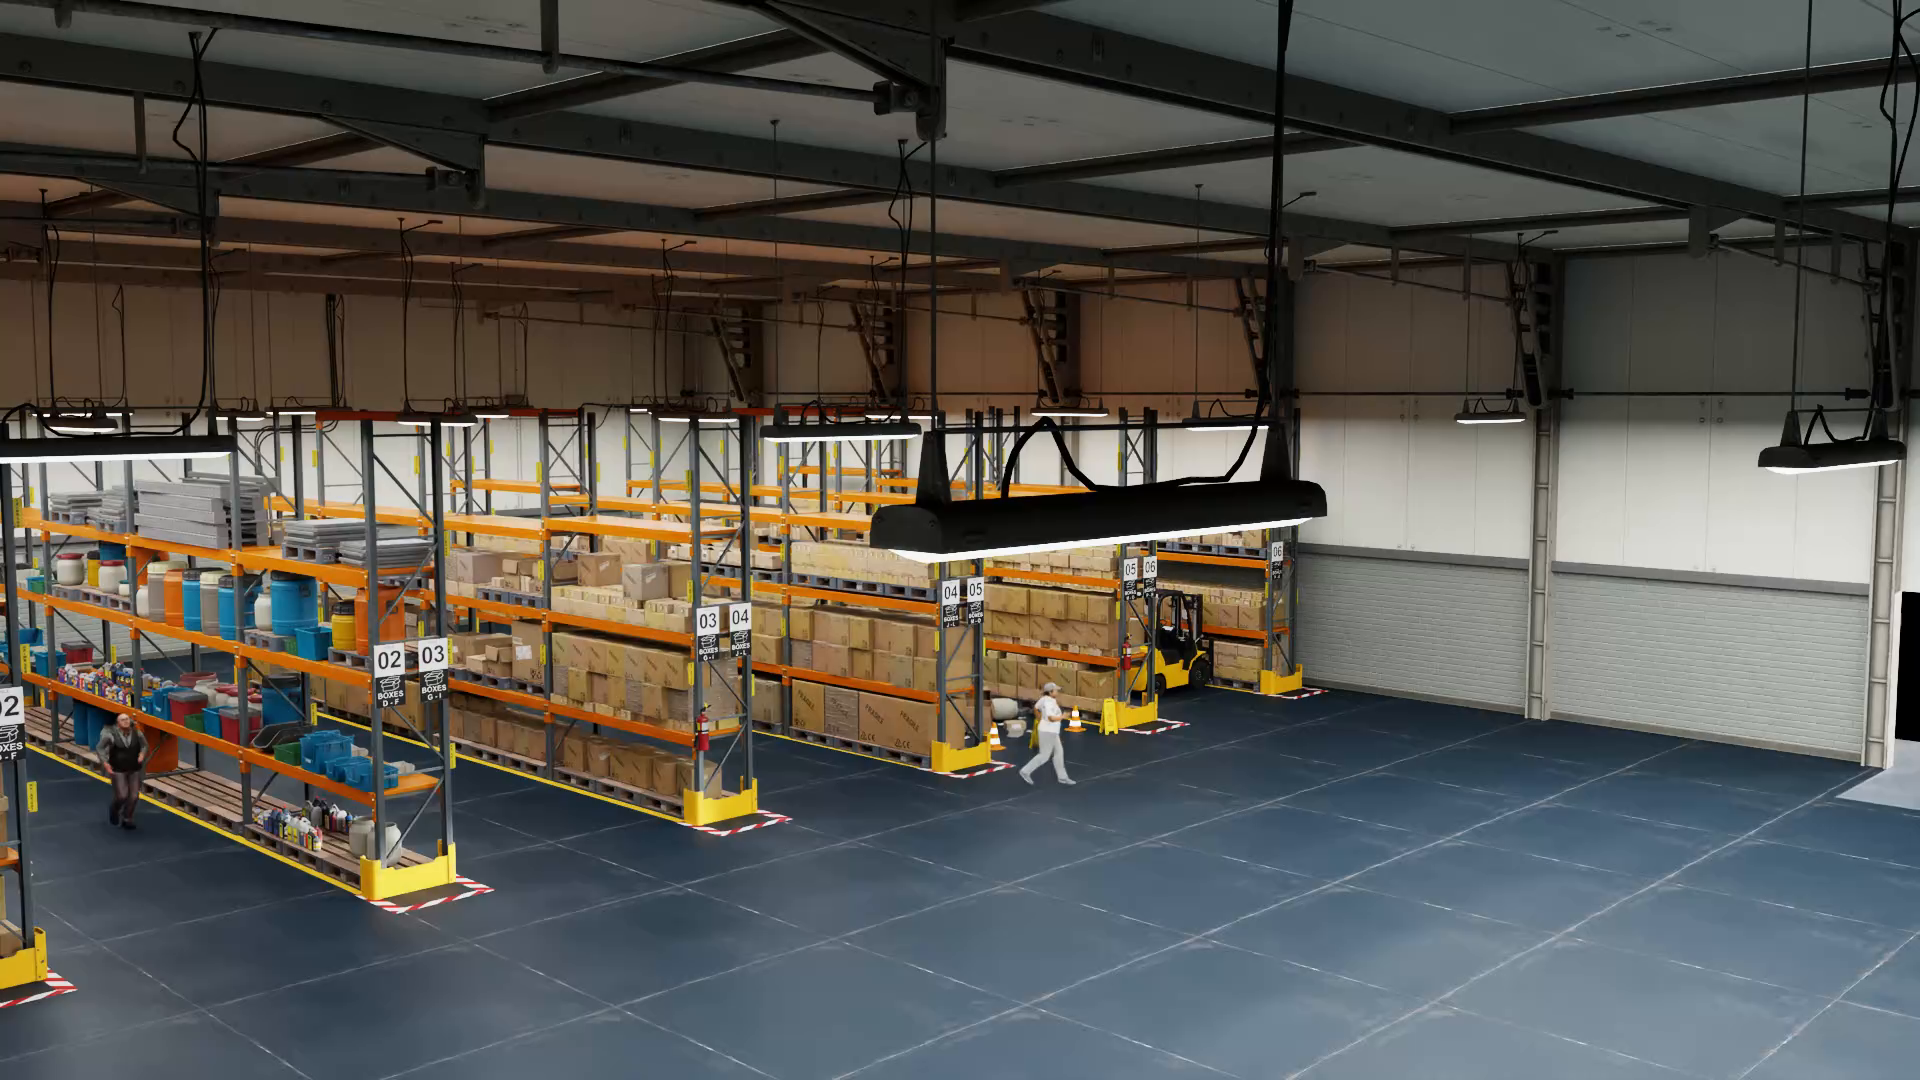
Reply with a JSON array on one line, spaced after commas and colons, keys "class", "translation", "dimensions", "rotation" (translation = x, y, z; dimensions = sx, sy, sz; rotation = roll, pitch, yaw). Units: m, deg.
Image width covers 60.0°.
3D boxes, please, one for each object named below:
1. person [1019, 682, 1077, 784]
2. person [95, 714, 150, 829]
[{"class": "person", "translation": [1.411, 3.112, 26.712], "dimensions": [0.936, 1.657, 0.615], "rotation": [0, 5, 2]}, {"class": "person", "translation": [-12.056, 3.354, 24.047], "dimensions": [0.703, 1.554, 0.542], "rotation": [-5, 7, -42]}]
